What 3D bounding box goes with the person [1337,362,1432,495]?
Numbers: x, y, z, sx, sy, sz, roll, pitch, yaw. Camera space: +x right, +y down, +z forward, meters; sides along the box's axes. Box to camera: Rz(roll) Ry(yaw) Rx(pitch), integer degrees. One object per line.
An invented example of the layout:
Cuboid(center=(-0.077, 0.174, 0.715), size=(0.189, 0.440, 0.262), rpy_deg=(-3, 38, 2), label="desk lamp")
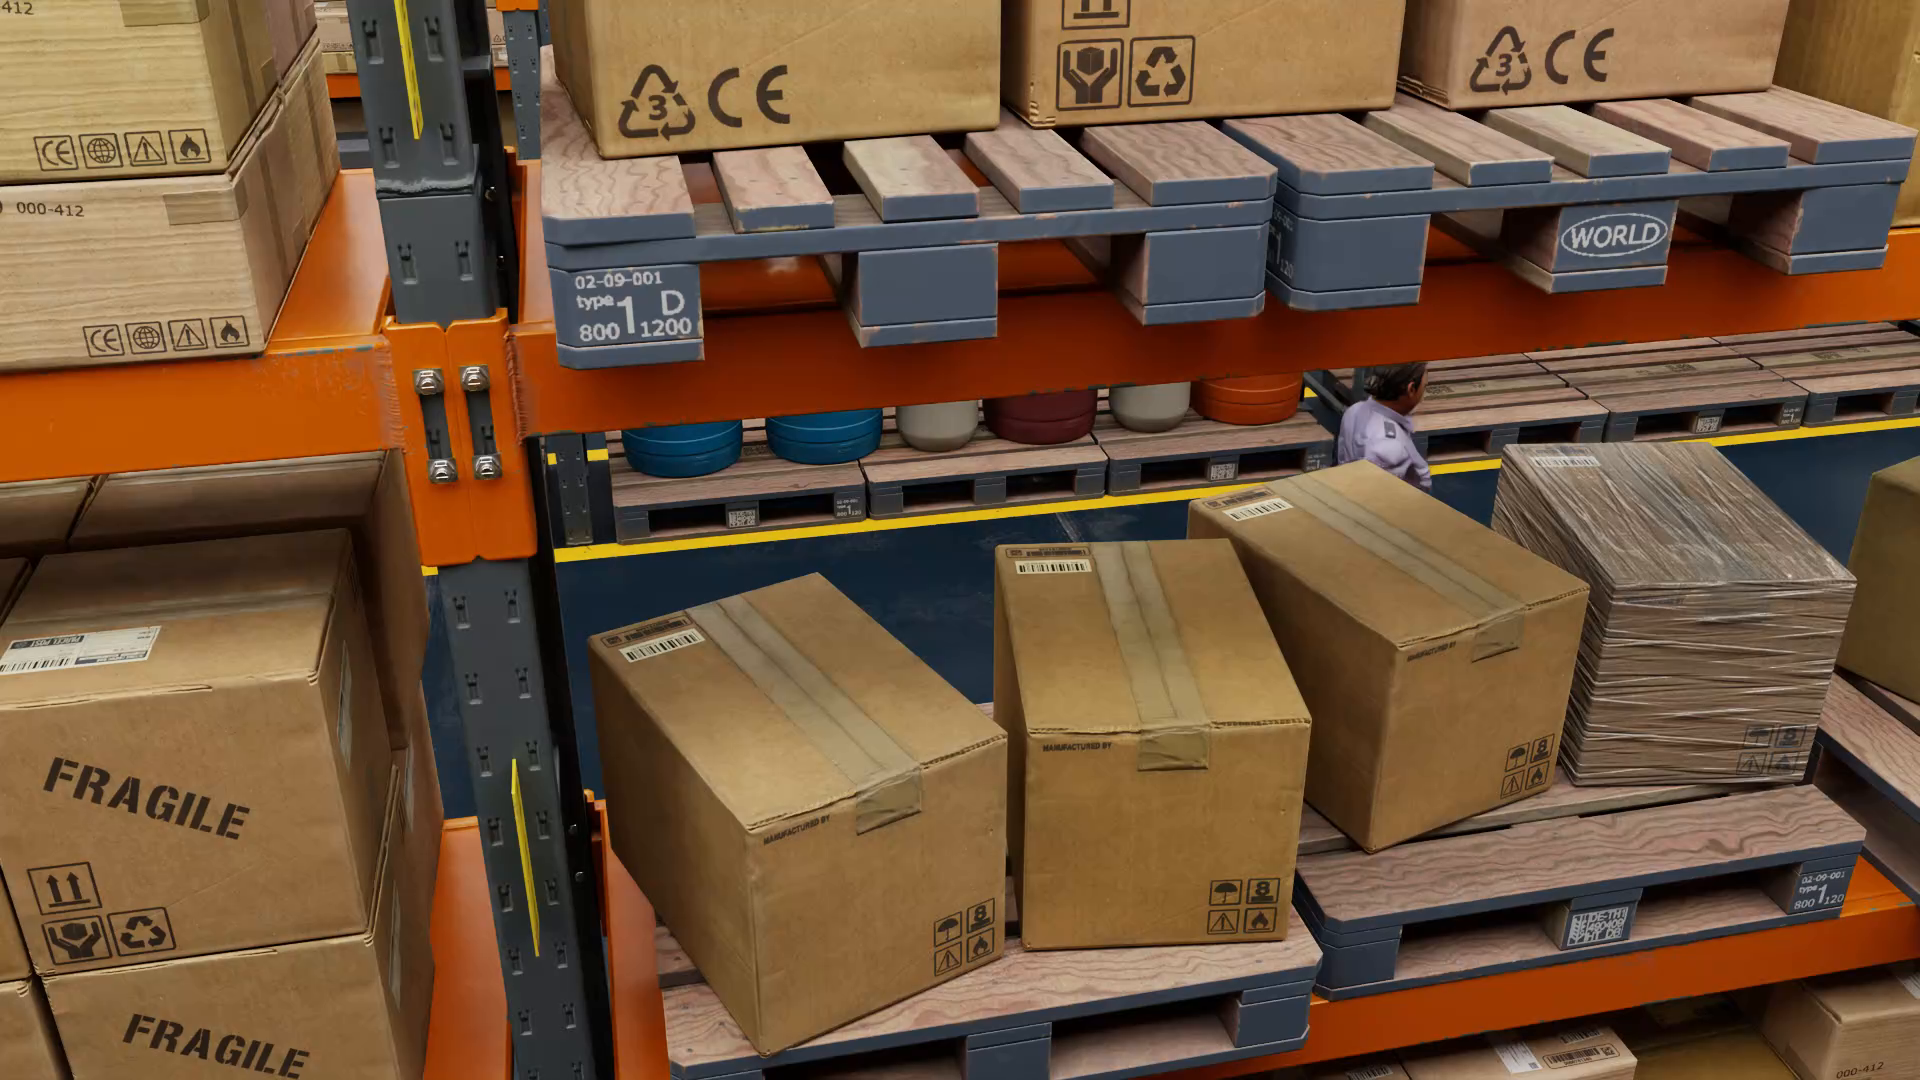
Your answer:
Cuboid(center=(1.383, 0.130, 5.935), size=(0.499, 1.703, 0.587), rpy_deg=(-1, 27, -3), label="person")
